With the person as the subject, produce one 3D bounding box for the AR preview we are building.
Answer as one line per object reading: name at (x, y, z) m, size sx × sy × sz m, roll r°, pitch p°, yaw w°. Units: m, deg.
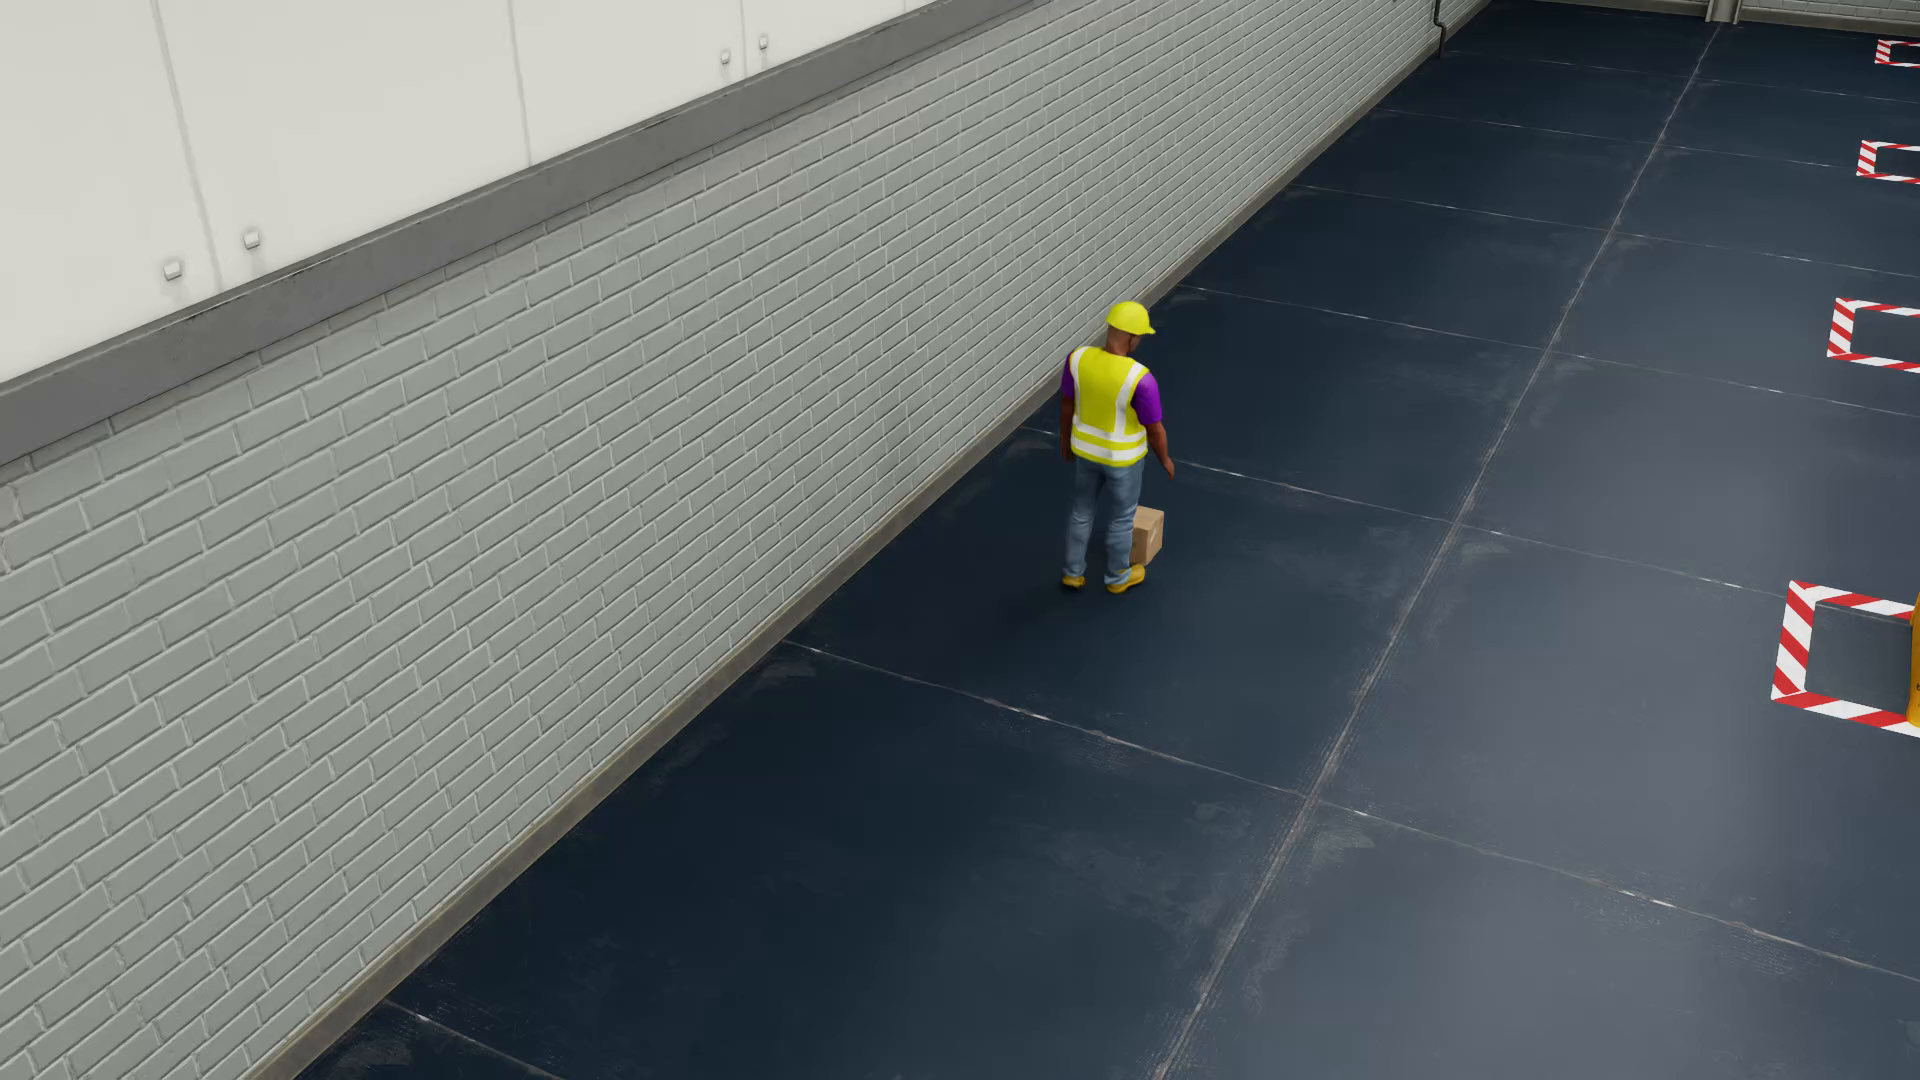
person at (0.861, -0.468, 9.135) m, size 0.658 × 1.841 × 0.482 m, roll 20°, pitch 35°, yaw 30°
